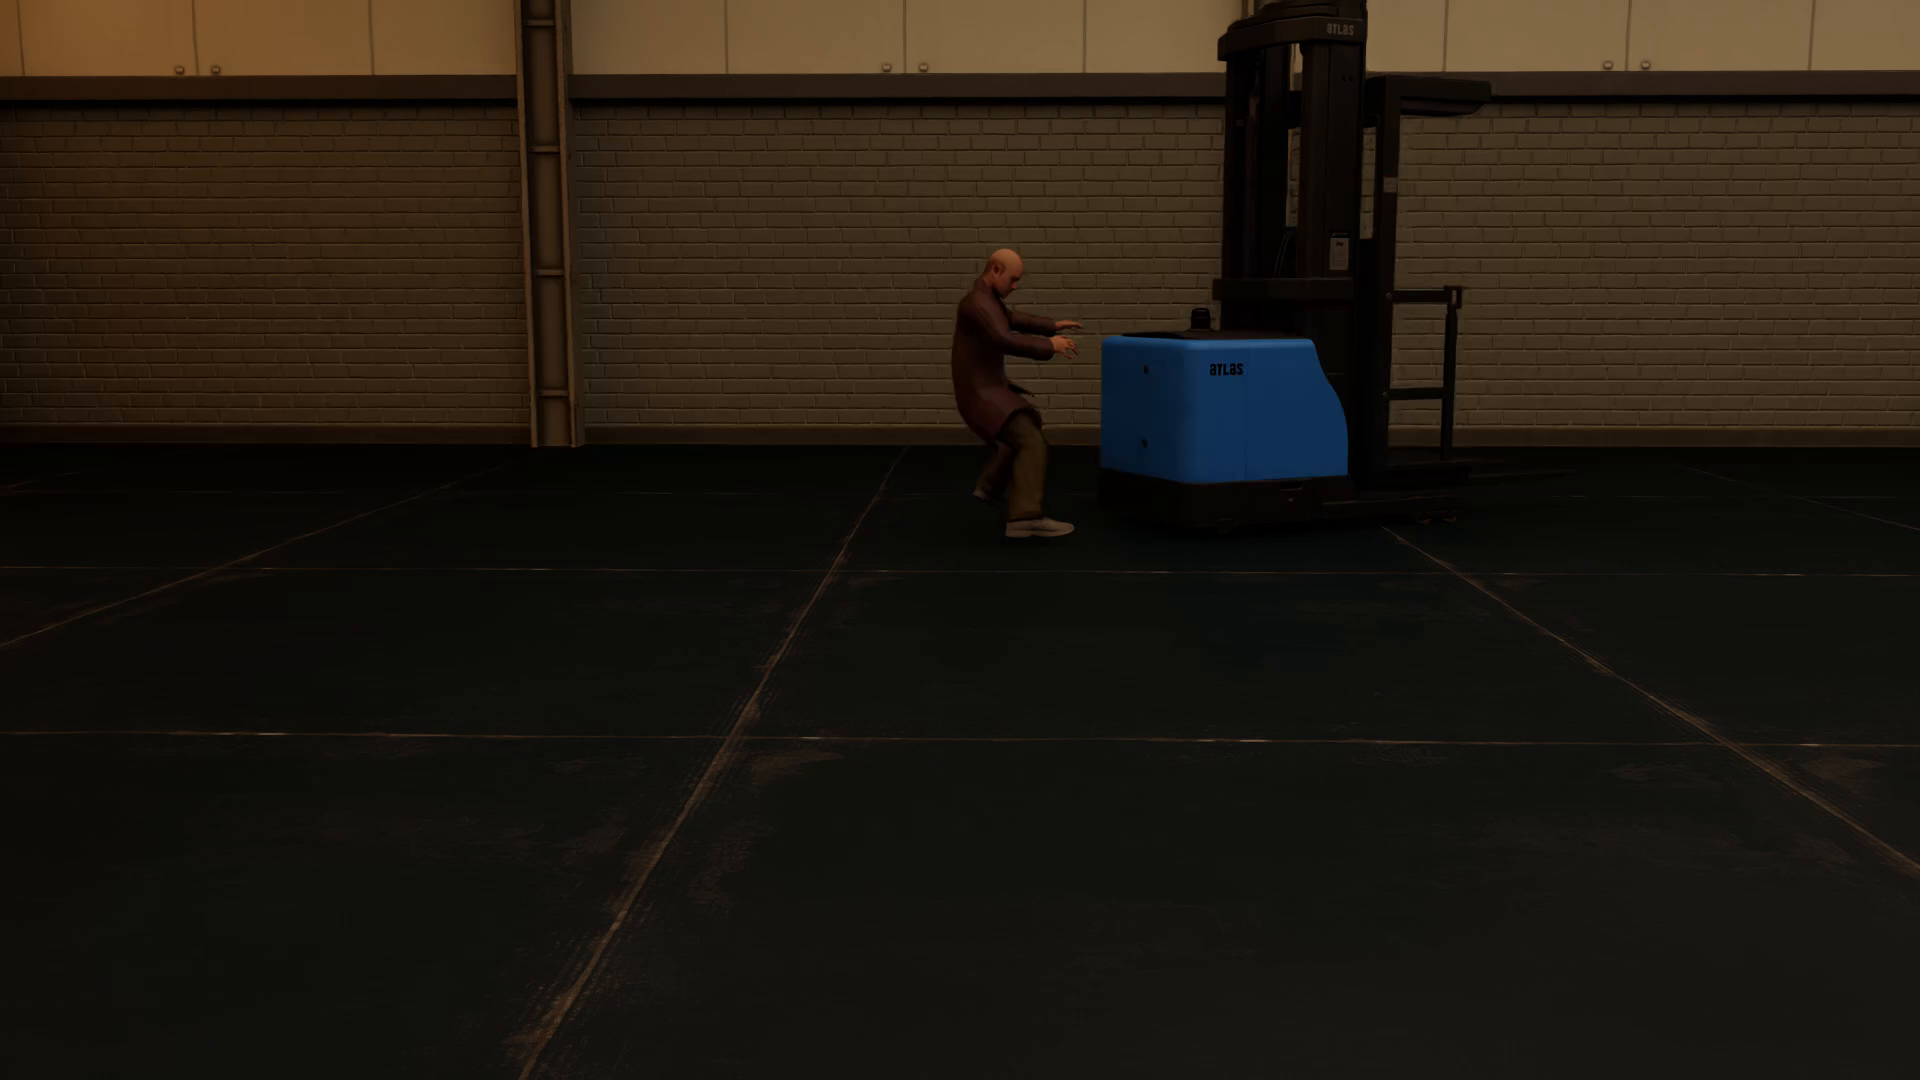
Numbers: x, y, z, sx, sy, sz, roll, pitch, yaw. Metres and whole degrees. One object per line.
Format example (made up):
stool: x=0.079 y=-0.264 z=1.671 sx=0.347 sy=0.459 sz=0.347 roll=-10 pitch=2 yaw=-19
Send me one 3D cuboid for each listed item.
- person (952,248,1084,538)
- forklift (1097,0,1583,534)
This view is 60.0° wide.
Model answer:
person: x=0.320 y=-0.849 z=9.277 sx=0.713 sy=1.514 sz=1.267 roll=1 pitch=9 yaw=7
forklift: x=2.365 y=-1.606 z=9.807 sx=3.031 sy=2.935 sz=1.130 roll=-4 pitch=10 yaw=-25
